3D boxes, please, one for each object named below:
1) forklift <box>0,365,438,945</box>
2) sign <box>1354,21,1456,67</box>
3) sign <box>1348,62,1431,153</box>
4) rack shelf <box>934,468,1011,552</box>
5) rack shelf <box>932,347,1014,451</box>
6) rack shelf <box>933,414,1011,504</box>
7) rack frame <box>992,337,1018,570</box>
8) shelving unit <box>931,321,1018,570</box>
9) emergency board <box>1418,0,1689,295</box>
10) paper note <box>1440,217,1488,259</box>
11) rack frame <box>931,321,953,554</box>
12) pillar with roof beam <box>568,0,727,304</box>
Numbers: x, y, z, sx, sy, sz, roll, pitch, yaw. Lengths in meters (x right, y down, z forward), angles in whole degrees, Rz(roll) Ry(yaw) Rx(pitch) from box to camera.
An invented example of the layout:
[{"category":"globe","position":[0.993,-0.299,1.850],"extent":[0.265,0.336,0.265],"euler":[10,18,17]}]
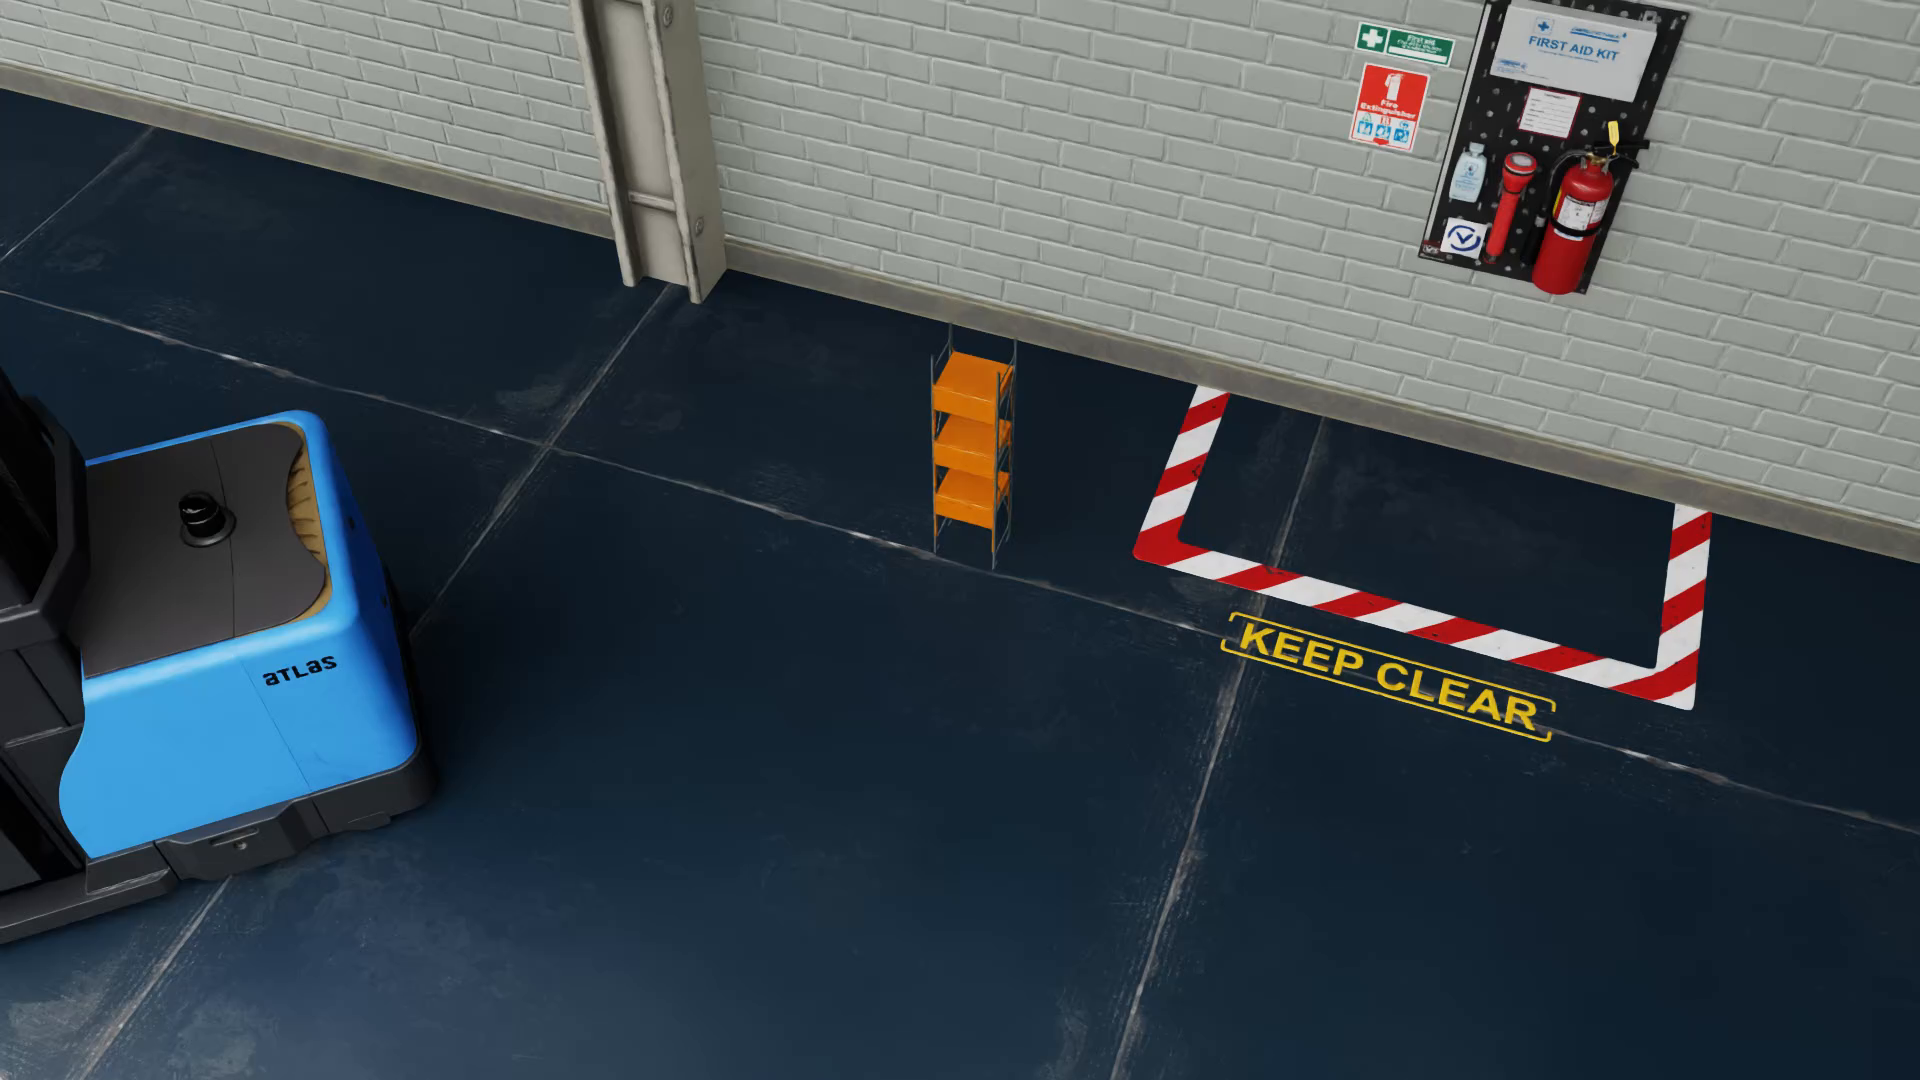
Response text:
[{"category":"forklift","position":[-3.387,0.028,4.653],"extent":[3.031,2.935,1.130],"euler":[-16,51,-14]},{"category":"sign","position":[1.534,-1.711,5.740],"extent":[0.331,0.109,0.001],"euler":[16,51,13]},{"category":"sign","position":[1.533,-1.545,5.947],"extent":[0.234,0.329,0.001],"euler":[16,51,13]},{"category":"rack shelf","position":[0.050,-0.141,6.426],"extent":[0.240,0.259,0.215],"euler":[16,51,13]},{"category":"rack shelf","position":[0.050,-0.509,6.001],"extent":[0.240,0.259,0.215],"euler":[16,51,13]},{"category":"rack shelf","position":[0.050,-0.323,6.216],"extent":[0.240,0.259,0.215],"euler":[16,51,13]},{"category":"rack frame","position":[0.165,-0.298,6.180],"extent":[0.008,1.050,0.200],"euler":[16,51,13]},{"category":"shelving unit","position":[0.050,-0.330,6.208],"extent":[0.252,1.050,0.215],"euler":[16,51,13]},{"category":"emergency board","position":[2.016,-1.315,5.772],"extent":[0.643,1.169,0.194],"euler":[16,51,13]},{"category":"paper note","position":[1.873,-1.122,6.187],"extent":[0.142,0.148,0.016],"euler":[16,51,13]},{"category":"rack frame","position":[-0.064,-0.362,6.235],"extent":[0.008,1.050,0.200],"euler":[16,51,13]},{"category":"pillar with roof beam","position":[-2.800,-1.126,1.637],"extent":[0.400,9.000,9.100],"euler":[16,51,13]}]
